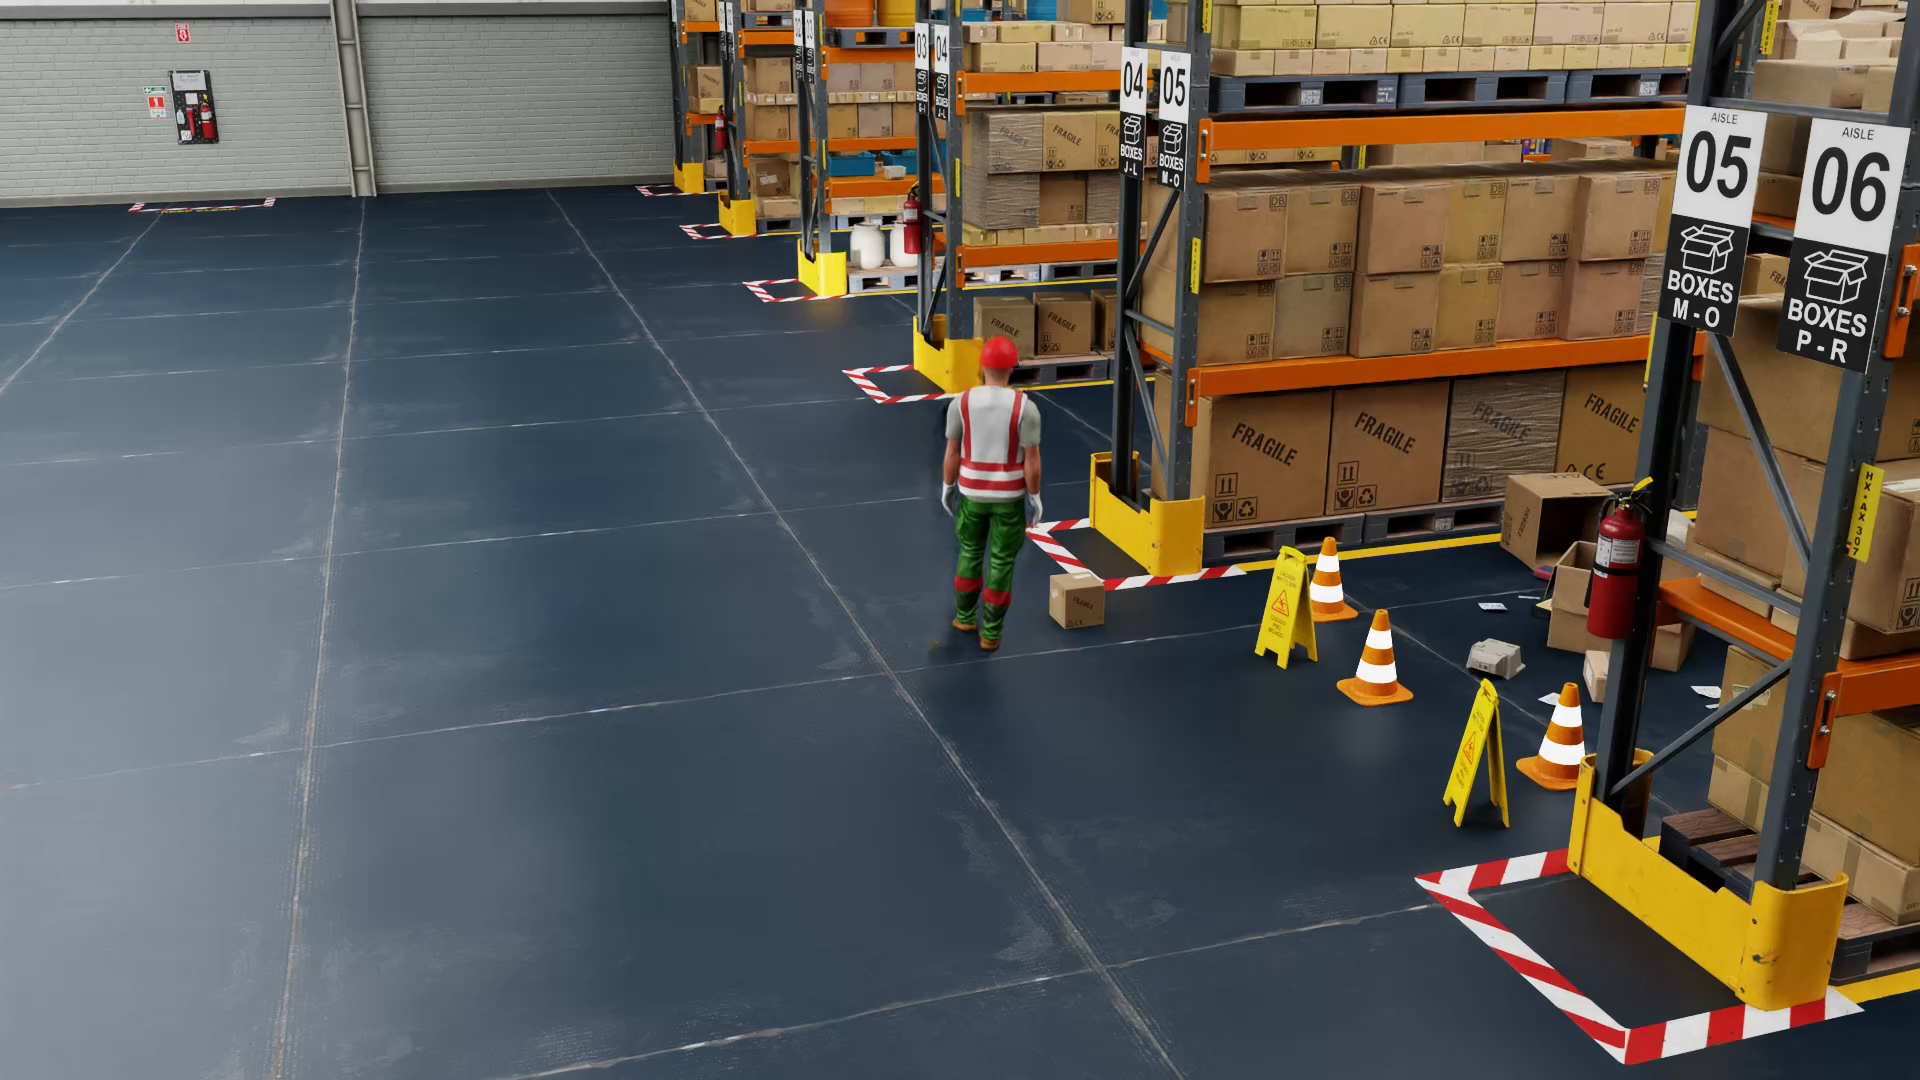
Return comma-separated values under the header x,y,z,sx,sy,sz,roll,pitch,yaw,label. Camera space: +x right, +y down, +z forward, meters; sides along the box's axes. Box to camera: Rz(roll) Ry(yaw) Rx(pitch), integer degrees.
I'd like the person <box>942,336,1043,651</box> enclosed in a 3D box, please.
x,y,z,sx,sy,sz,roll,pitch,yaw,label
0.198,-0.270,9.335,0.578,1.821,0.515,4,19,11,person
